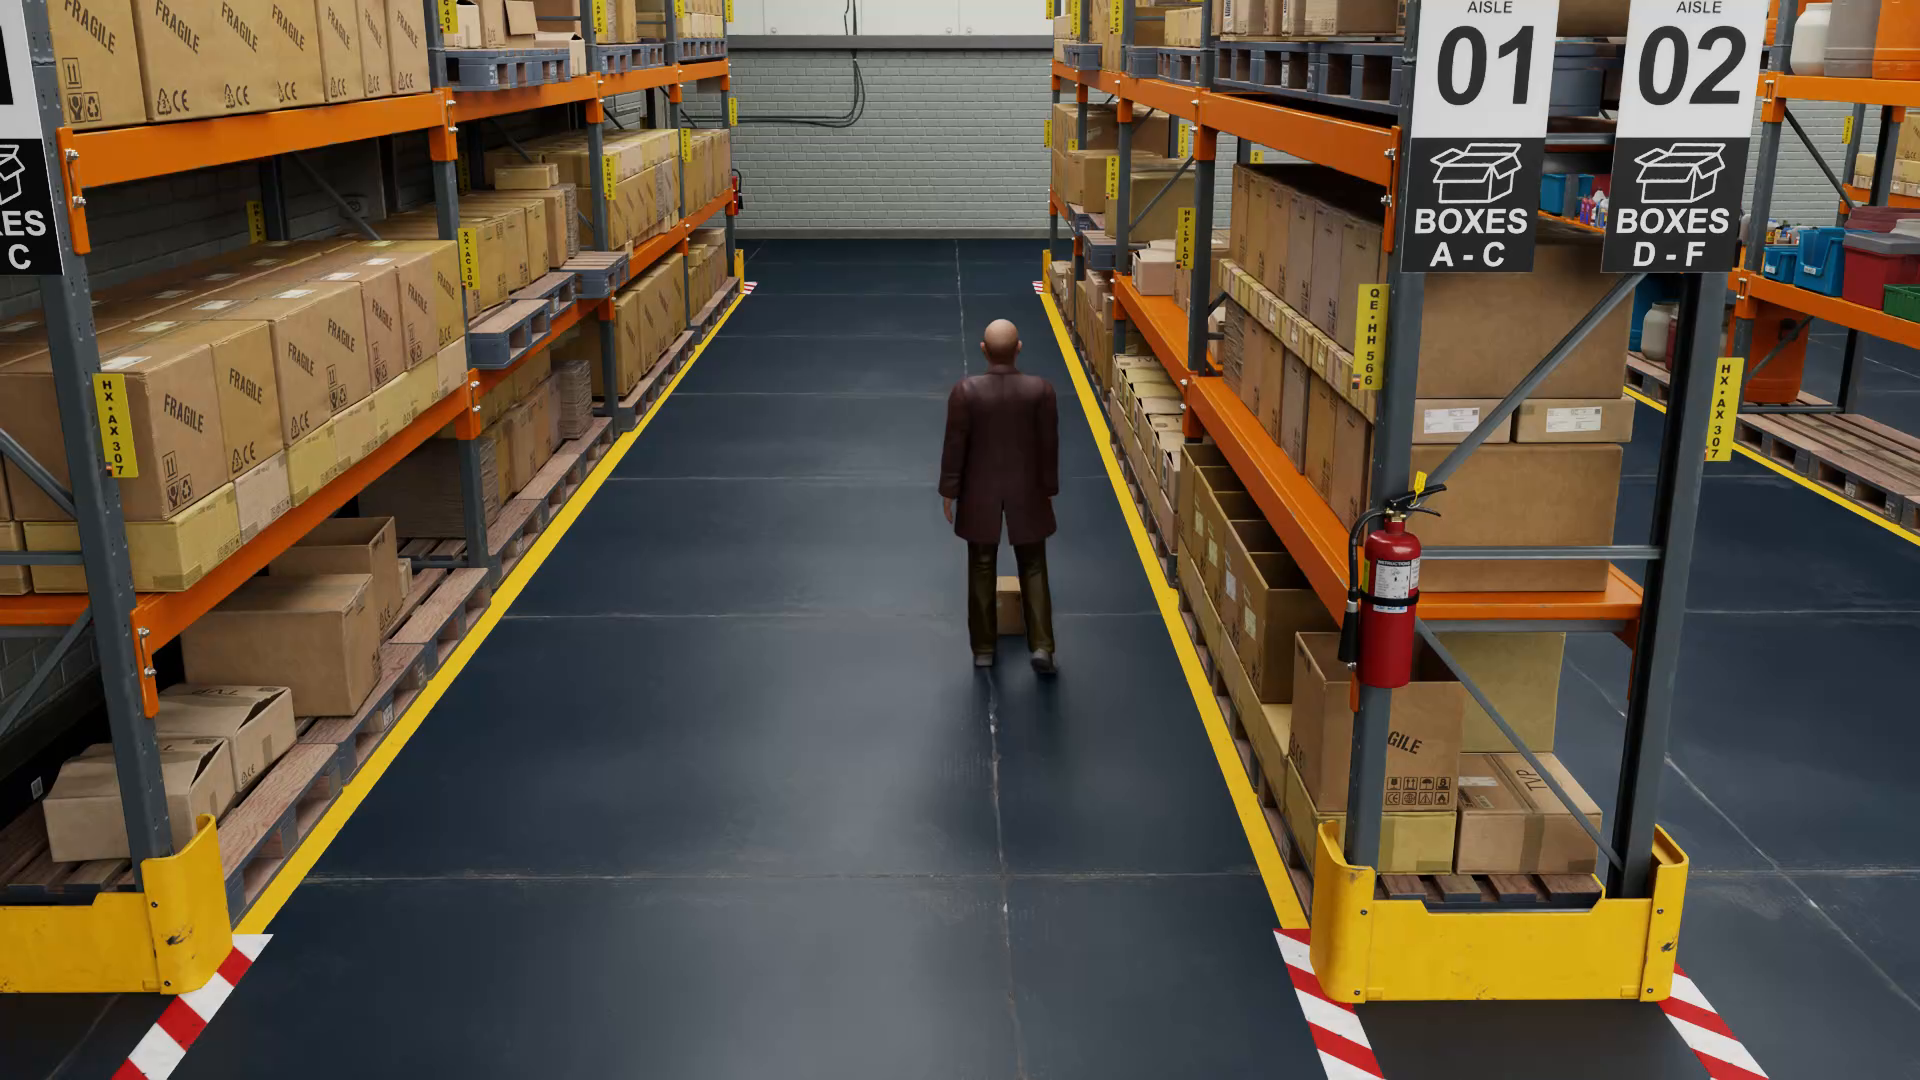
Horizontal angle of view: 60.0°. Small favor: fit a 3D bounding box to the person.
[{"bbox_3d":[0.192,-0.192,8.308,0.601,1.848,0.561,0,17,0],"label":"person"}]
